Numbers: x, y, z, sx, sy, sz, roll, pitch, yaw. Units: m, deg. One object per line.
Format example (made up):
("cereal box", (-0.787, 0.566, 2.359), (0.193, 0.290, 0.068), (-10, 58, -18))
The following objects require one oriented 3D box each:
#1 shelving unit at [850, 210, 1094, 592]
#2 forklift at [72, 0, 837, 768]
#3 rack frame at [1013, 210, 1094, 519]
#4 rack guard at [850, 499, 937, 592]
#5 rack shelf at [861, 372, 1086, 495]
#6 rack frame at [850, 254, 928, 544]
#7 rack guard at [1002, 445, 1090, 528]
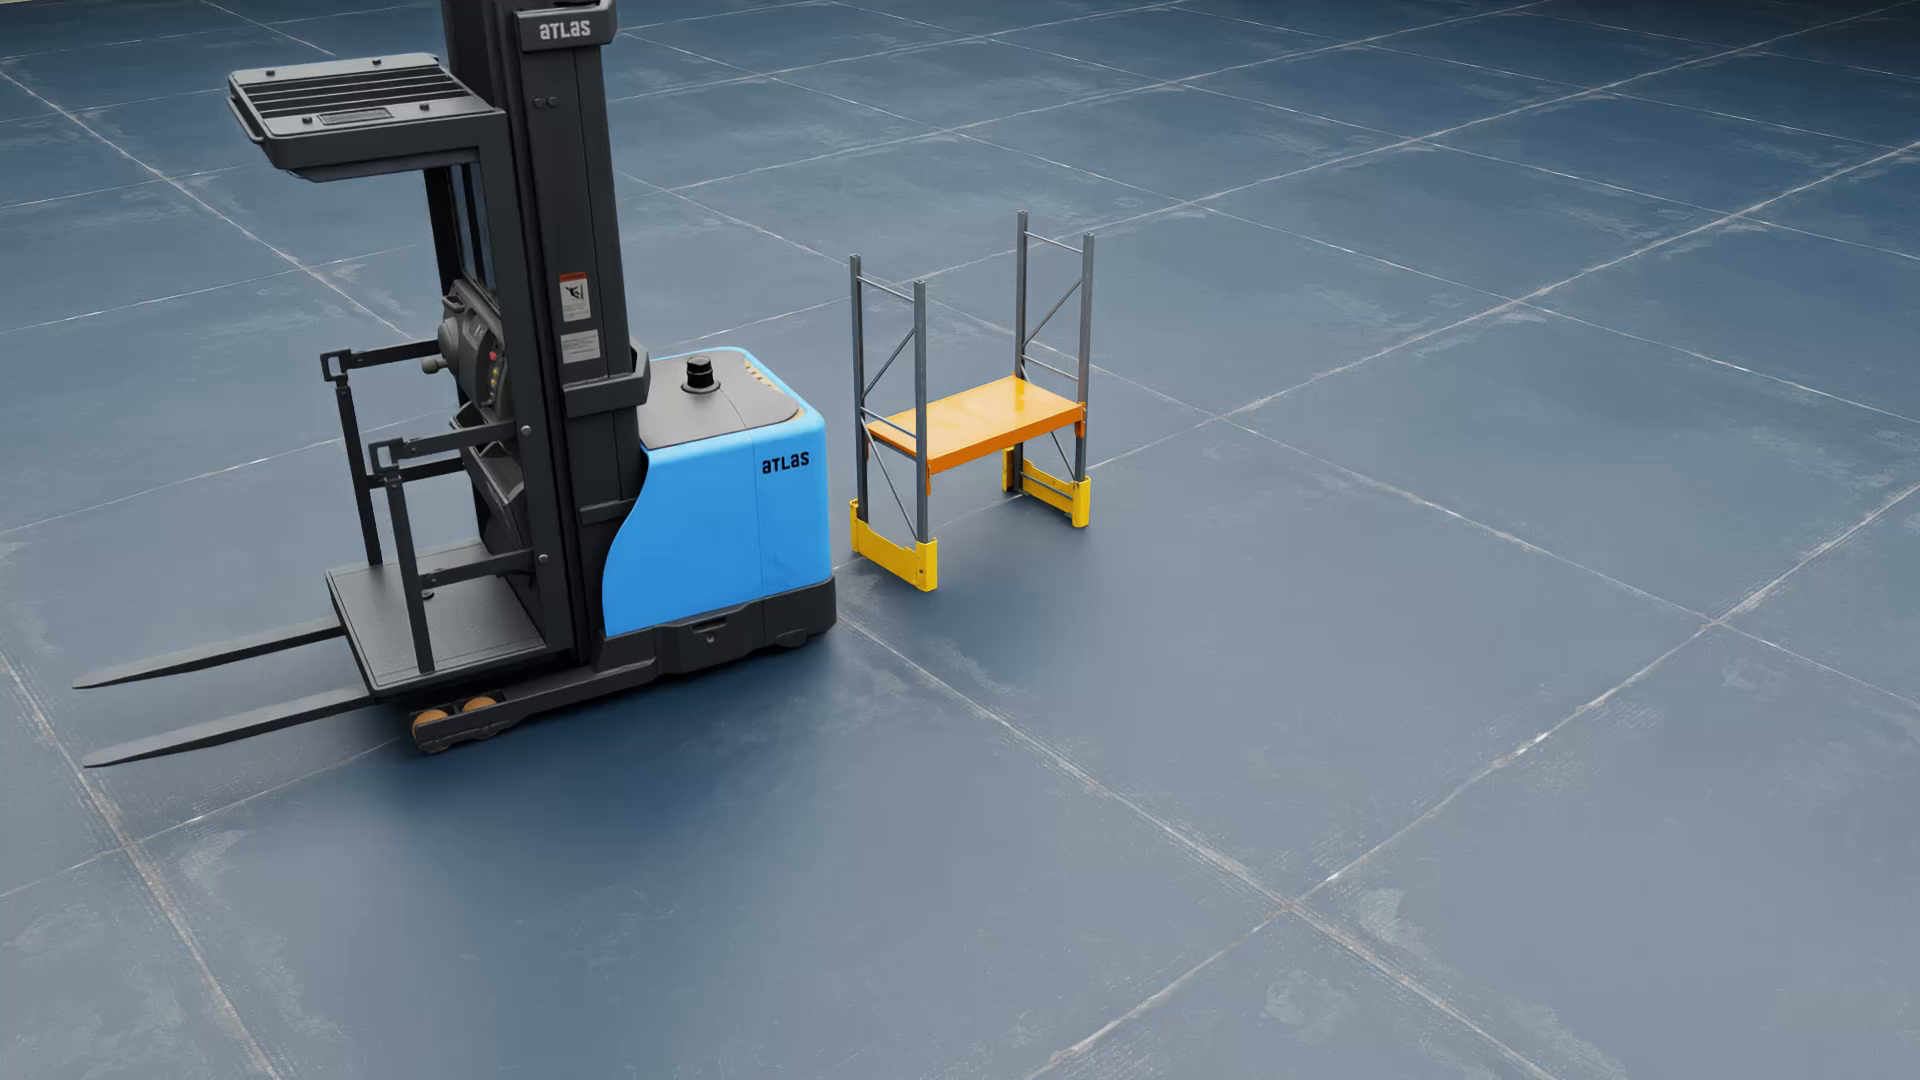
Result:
("shelving unit", (0.058, -0.685, 7.940), (1.083, 1.500, 0.587), (-22, 35, -35))
("forklift", (-2.095, -0.727, 6.501), (3.031, 2.935, 1.130), (-14, 31, -25))
("rack frame", (0.452, -0.843, 8.236), (0.032, 1.500, 0.500), (-22, 35, -35))
("rack guard", (-0.321, 0.019, 7.950), (0.087, 0.250, 0.587), (-22, 35, -35))
("rack shelf", (0.065, -0.529, 8.030), (1.000, 0.185, 0.538), (-22, 35, -35))
("rack frame", (-0.322, -0.532, 7.654), (0.032, 1.500, 0.500), (-22, 35, -35))
("rack guard", (0.437, -0.286, 8.520), (0.087, 0.250, 0.587), (-22, 35, -35))
